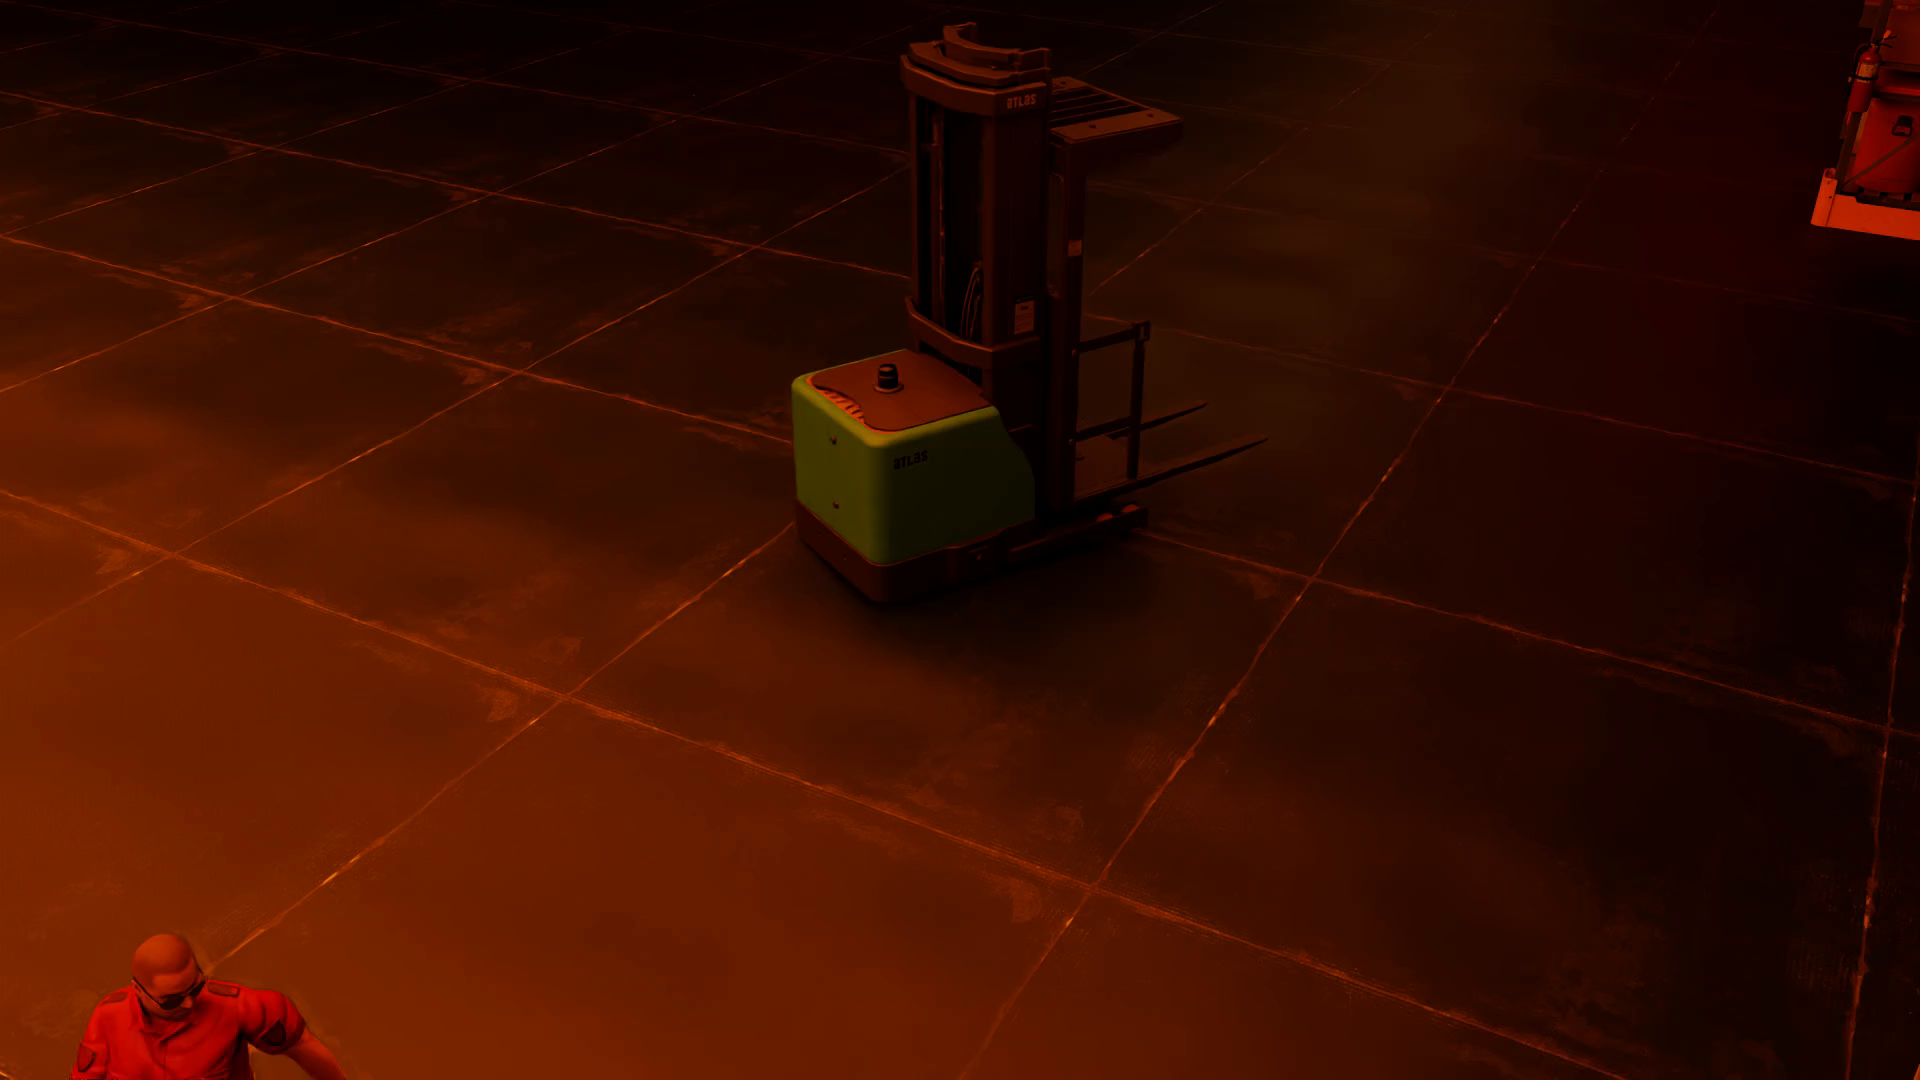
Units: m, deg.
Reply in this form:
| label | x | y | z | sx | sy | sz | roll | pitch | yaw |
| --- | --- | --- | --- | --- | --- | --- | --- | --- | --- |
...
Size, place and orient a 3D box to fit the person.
| label | x | y | z | sx | sy | sz | roll | pitch | yaw |
| --- | --- | --- | --- | --- | --- | --- | --- | --- | --- |
| person | -2.298 | 1.873 | 5.114 | 0.651 | 1.659 | 0.731 | 9 | 31 | 16 |

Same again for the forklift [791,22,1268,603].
| label | x | y | z | sx | sy | sz | roll | pitch | yaw |
| --- | --- | --- | --- | --- | --- | --- | --- | --- | --- |
| forklift | 0.536 | -1.467 | 9.612 | 3.031 | 2.935 | 1.130 | -18 | 35 | -28 |
